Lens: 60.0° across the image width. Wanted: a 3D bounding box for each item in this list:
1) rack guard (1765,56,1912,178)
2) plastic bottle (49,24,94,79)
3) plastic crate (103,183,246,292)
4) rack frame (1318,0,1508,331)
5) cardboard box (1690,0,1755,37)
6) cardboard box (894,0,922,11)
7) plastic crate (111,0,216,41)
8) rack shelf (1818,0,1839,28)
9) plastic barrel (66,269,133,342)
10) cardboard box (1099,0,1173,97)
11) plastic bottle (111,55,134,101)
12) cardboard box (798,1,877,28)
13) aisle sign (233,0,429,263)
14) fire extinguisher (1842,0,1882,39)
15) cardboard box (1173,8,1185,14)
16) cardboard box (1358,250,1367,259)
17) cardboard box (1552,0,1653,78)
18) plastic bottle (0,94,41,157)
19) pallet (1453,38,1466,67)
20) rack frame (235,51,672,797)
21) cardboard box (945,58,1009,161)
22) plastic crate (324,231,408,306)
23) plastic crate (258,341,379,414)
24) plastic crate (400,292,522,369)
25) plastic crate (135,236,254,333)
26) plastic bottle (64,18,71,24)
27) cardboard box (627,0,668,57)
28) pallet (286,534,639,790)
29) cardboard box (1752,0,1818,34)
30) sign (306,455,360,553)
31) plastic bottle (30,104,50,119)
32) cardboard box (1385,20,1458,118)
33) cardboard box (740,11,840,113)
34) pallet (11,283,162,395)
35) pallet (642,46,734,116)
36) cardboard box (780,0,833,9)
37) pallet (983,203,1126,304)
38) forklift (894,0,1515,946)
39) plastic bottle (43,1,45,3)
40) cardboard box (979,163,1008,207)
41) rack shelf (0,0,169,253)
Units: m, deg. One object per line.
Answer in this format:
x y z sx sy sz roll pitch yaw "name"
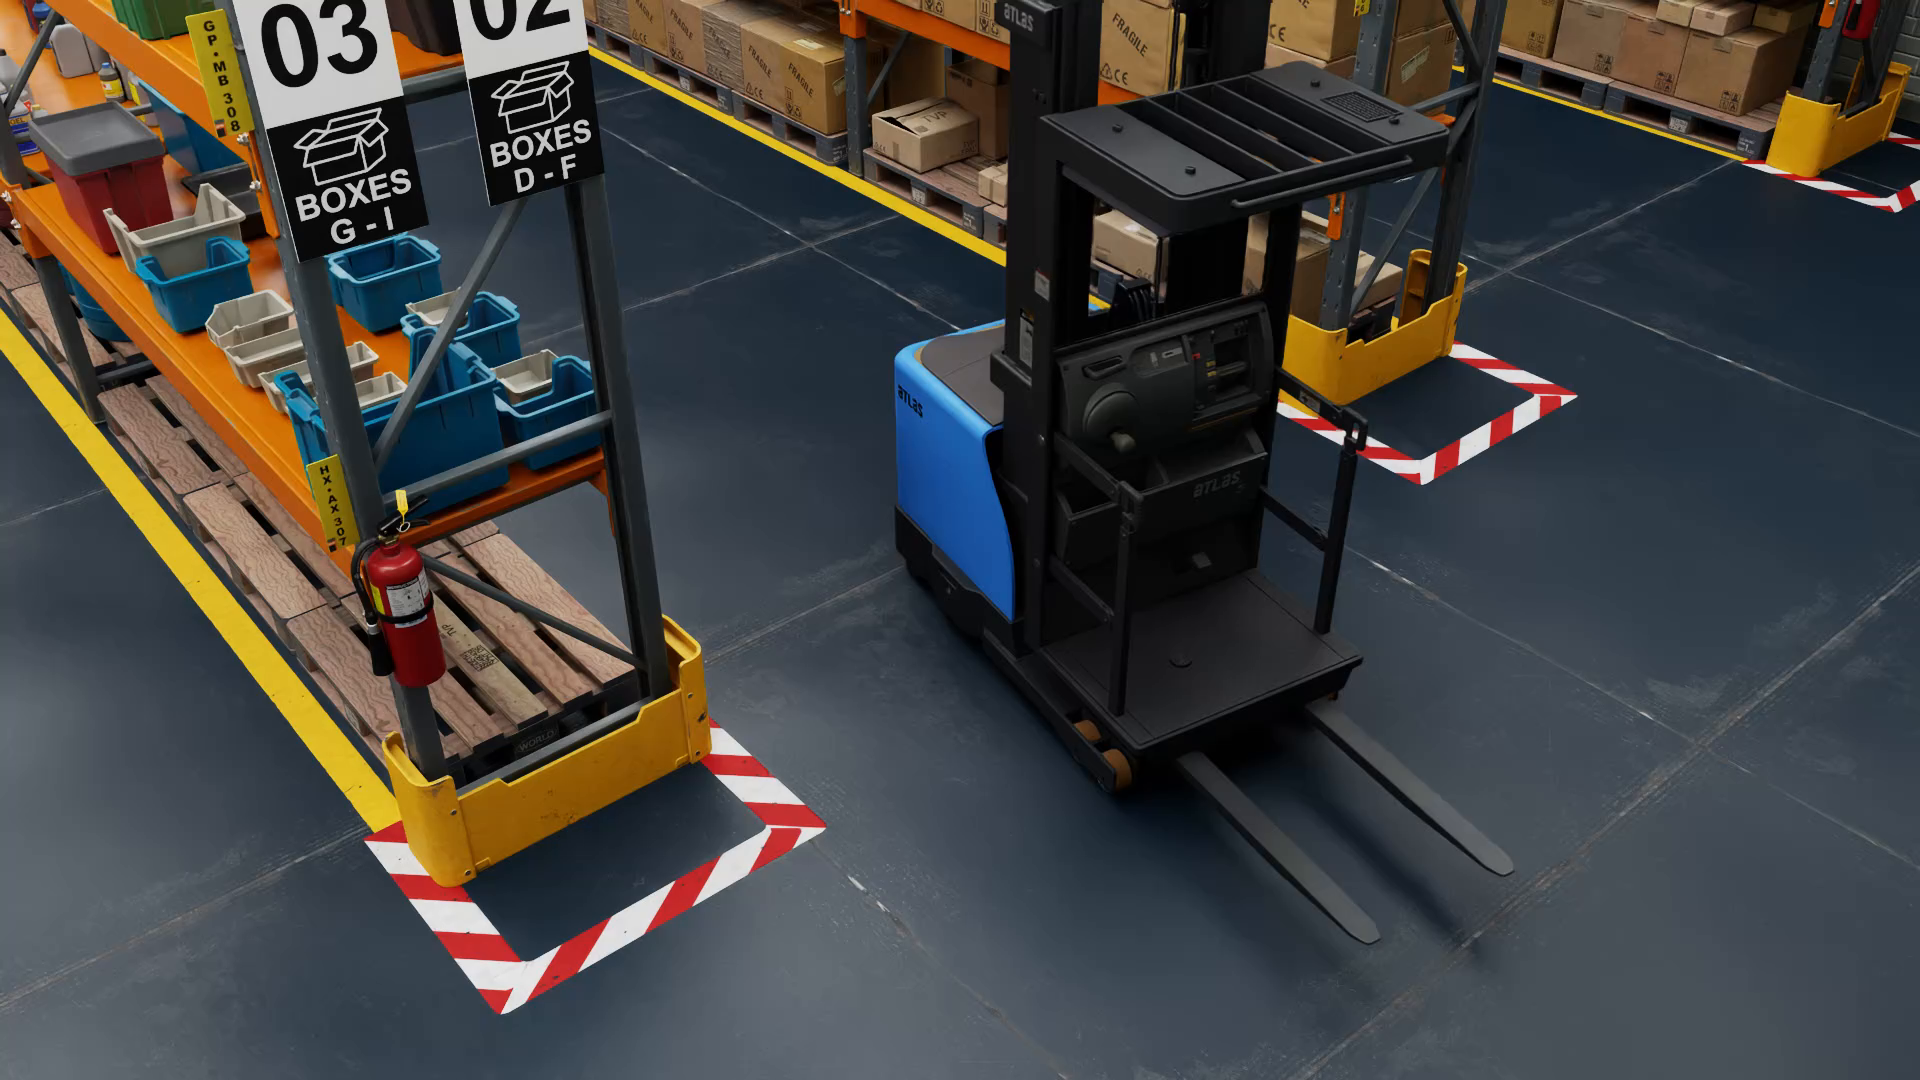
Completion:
6.047 -2.921 11.442 1.175 0.500 0.348 -26 43 -32 "rack guard"
-4.840 -2.671 9.033 0.152 0.276 0.135 -26 43 -32 "plastic bottle"
-3.274 -1.256 6.979 0.437 0.282 0.530 -26 43 -32 "plastic crate"
2.249 -2.103 8.124 1.000 3.000 0.127 -26 43 -32 "rack frame"
5.281 -3.628 11.516 0.380 0.149 0.250 -27 43 -32 "cardboard box"
-0.211 -3.583 10.127 0.500 0.500 0.500 -25 42 -31 "cardboard box"
-2.392 -1.724 5.176 0.450 0.188 0.336 -26 43 -32 "plastic crate"
4.740 -4.541 12.189 1.077 0.370 4.000 -26 43 -32 "rack shelf"
-4.456 -1.585 8.844 0.600 0.901 0.708 -26 43 -32 "plastic barrel"
1.097 -2.690 8.866 0.500 0.500 0.500 -26 43 -31 "cardboard box"
-4.362 -2.480 8.764 0.152 0.276 0.135 -26 43 -32 "plastic bottle"
-0.811 -3.564 11.969 0.500 0.500 0.500 -25 42 -31 "cardboard box"
-1.714 -1.177 4.567 0.394 0.787 0.004 -26 43 -32 "aisle sign"
5.776 -3.530 10.528 0.296 0.674 0.183 -26 43 -32 "fire extinguisher"
1.425 -2.868 8.253 0.500 0.500 0.500 -25 42 -31 "cardboard box"
2.080 -1.549 9.413 0.380 0.166 0.250 -26 43 -32 "cardboard box"
4.855 -3.818 12.345 0.700 0.500 0.500 -28 44 -33 "cardboard box"
-4.620 -2.026 8.122 0.152 0.276 0.135 -26 43 -32 "plastic bottle"
3.881 -4.215 13.519 1.003 0.211 1.213 -26 43 -32 "pallet"
-1.537 -0.257 5.517 1.000 3.000 0.127 -26 43 -32 "rack frame"
0.252 -2.882 11.007 0.500 0.500 0.500 -26 43 -32 "cardboard box"
-2.488 -1.159 6.884 0.416 0.233 0.300 -26 43 -32 "plastic crate"
-2.378 -0.600 6.178 0.396 0.136 0.243 -26 43 -32 "plastic crate"
-1.870 -0.736 6.286 0.416 0.233 0.300 -26 43 -32 "plastic crate"
-3.058 -1.024 6.694 0.416 0.233 0.300 -26 43 -32 "plastic crate"
-4.873 -2.830 9.258 0.152 0.276 0.135 -26 43 -32 "plastic bottle"
-2.176 -4.034 12.633 0.500 0.500 0.500 -27 43 -32 "cardboard box"
-2.040 0.502 6.858 1.003 0.211 1.213 -26 43 -32 "pallet"
5.736 -3.659 11.559 0.380 0.149 0.250 -26 43 -31 "cardboard box"
-1.947 -0.111 5.170 0.100 0.325 0.005 -26 43 -32 "sign"
-4.536 -2.050 8.221 0.097 0.201 0.097 0 35 0 "plastic bottle"
2.164 -2.438 8.510 0.500 0.500 0.500 -25 42 -31 "cardboard box"
-1.182 -3.361 11.682 0.500 0.500 0.500 -26 43 -32 "cardboard box"
-4.584 -1.241 9.320 1.003 0.211 1.213 -26 43 -32 "pallet"
-1.677 -3.615 12.671 1.003 0.211 1.213 -26 43 -32 "pallet"
-1.103 -4.080 12.049 0.500 0.250 0.500 -26 43 -32 "cardboard box"
0.902 -1.888 10.234 1.003 0.211 1.213 -26 43 -32 "pallet"
0.877 -0.533 5.967 1.130 2.935 3.031 -18 39 -24 "forklift"
-5.216 -3.054 9.568 0.061 0.283 0.133 -26 43 -32 "plastic bottle"
0.339 -2.248 10.399 0.380 0.166 0.250 -26 43 -32 "cardboard box"
-5.409 -2.612 9.466 1.077 0.370 4.000 -26 43 -32 "rack shelf"
